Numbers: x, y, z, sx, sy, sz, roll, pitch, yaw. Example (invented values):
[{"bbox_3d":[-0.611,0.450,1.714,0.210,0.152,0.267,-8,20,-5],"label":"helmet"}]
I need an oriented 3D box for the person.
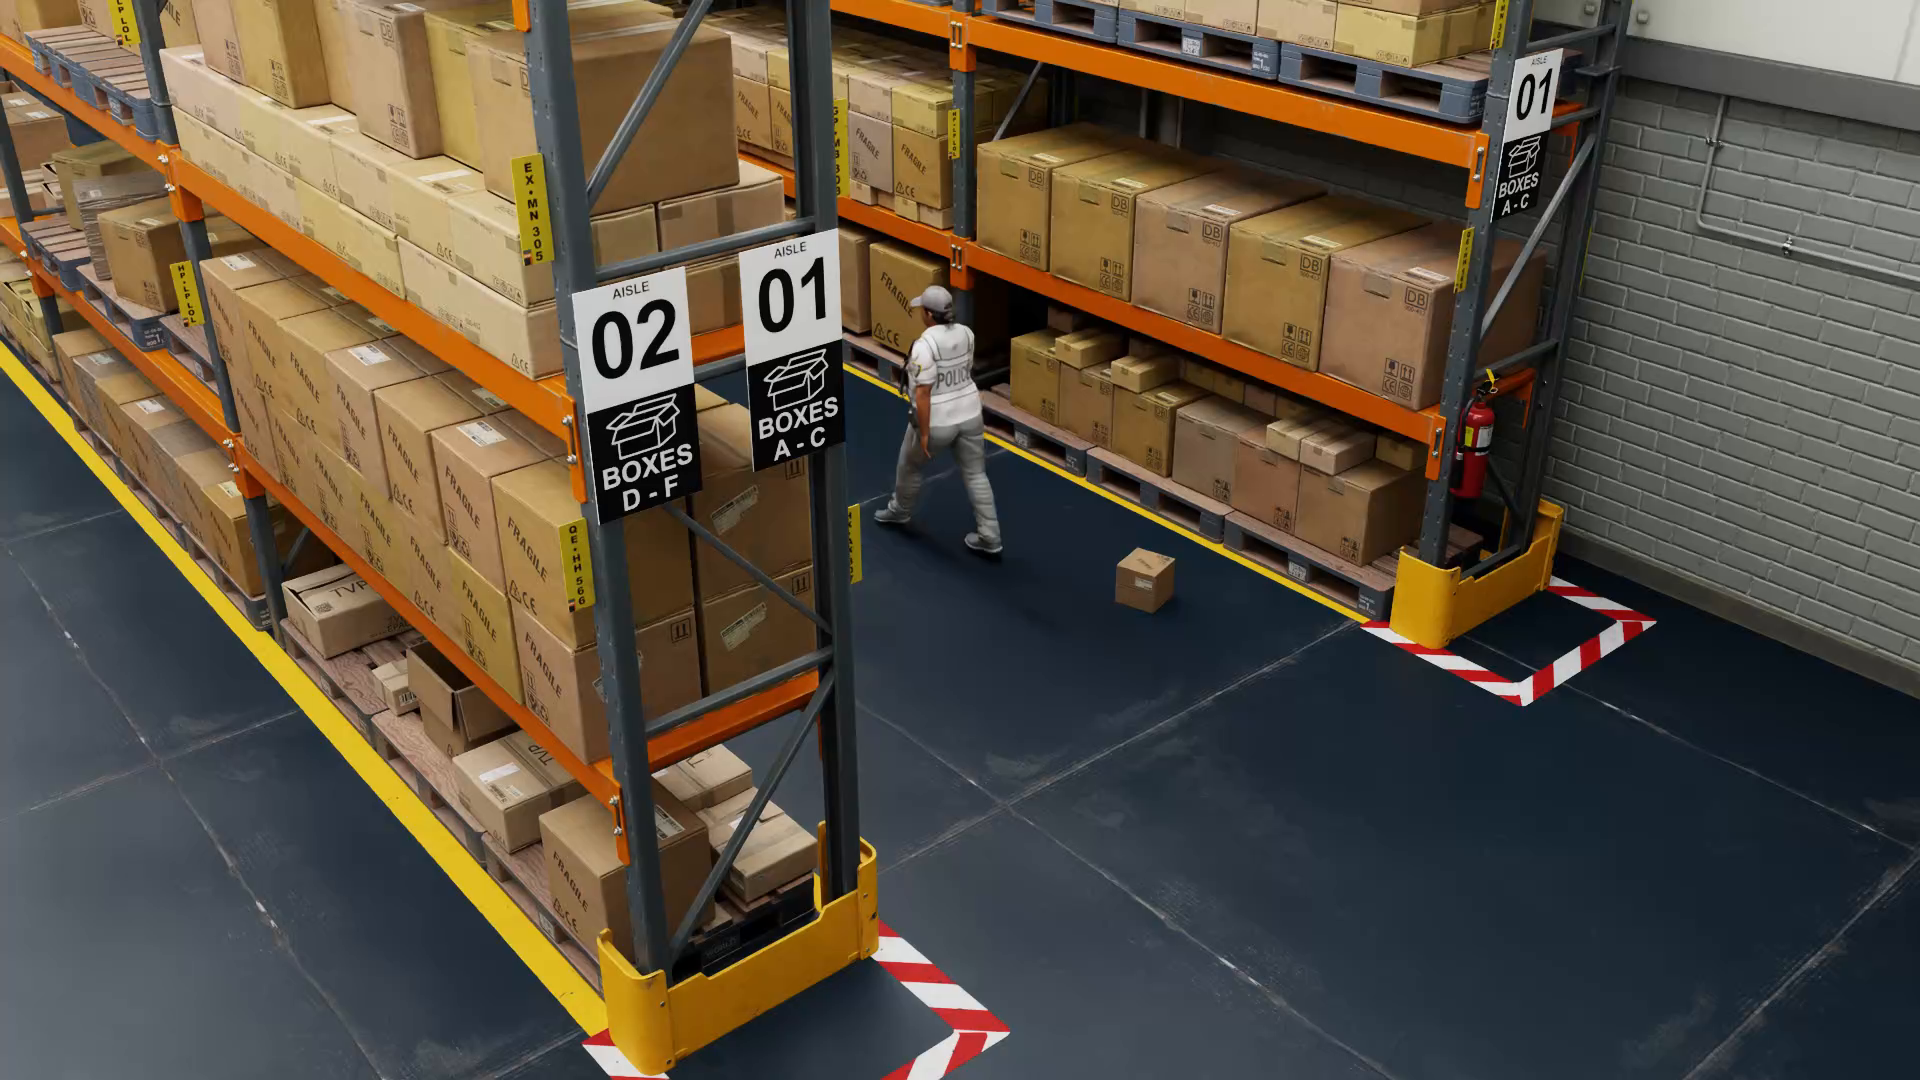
[{"bbox_3d":[-0.120,-0.740,10.001,0.501,1.635,0.967,-20,34,-32],"label":"person"}]
